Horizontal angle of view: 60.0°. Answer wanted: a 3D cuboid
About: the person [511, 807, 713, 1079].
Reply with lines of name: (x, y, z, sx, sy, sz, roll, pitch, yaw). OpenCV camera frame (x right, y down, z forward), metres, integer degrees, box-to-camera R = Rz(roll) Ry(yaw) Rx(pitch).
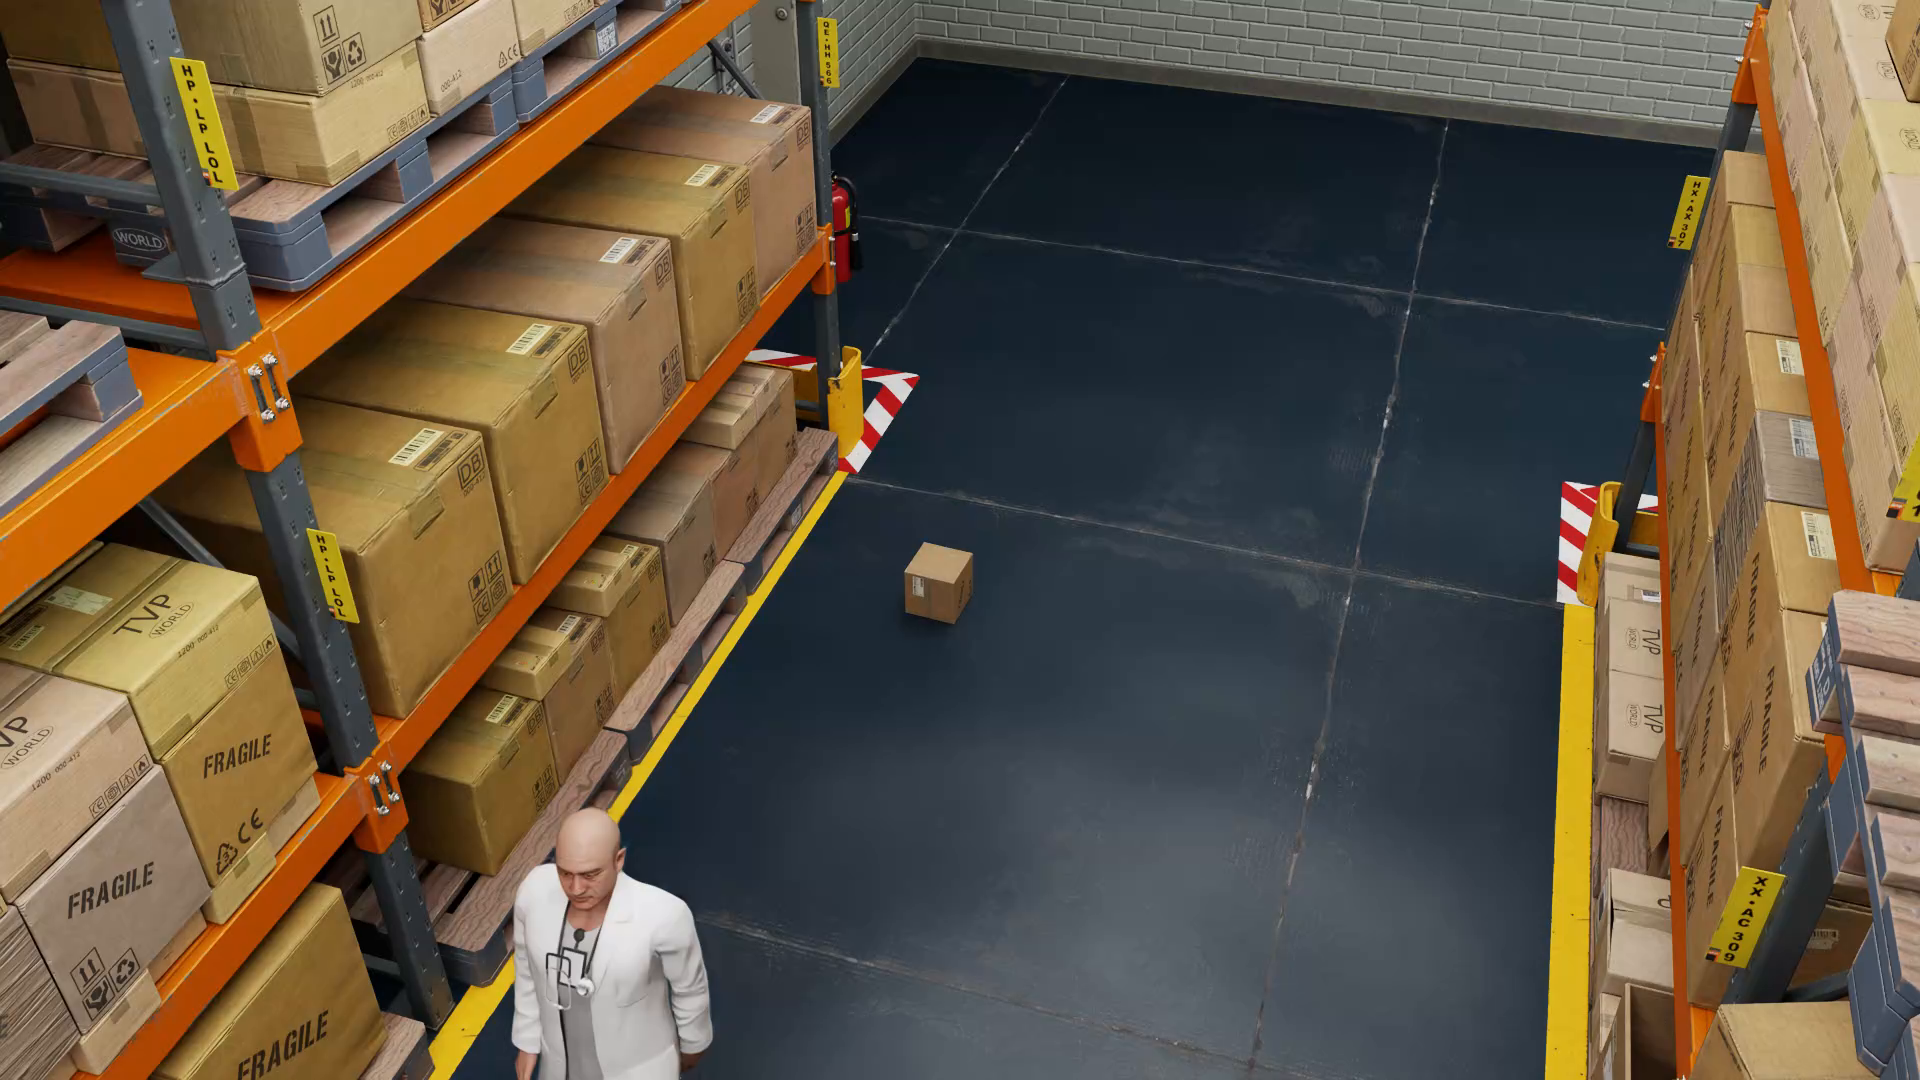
person: (-1.031, 1.479, 4.892, 0.563, 1.743, 0.858, 12, 38, 16)
